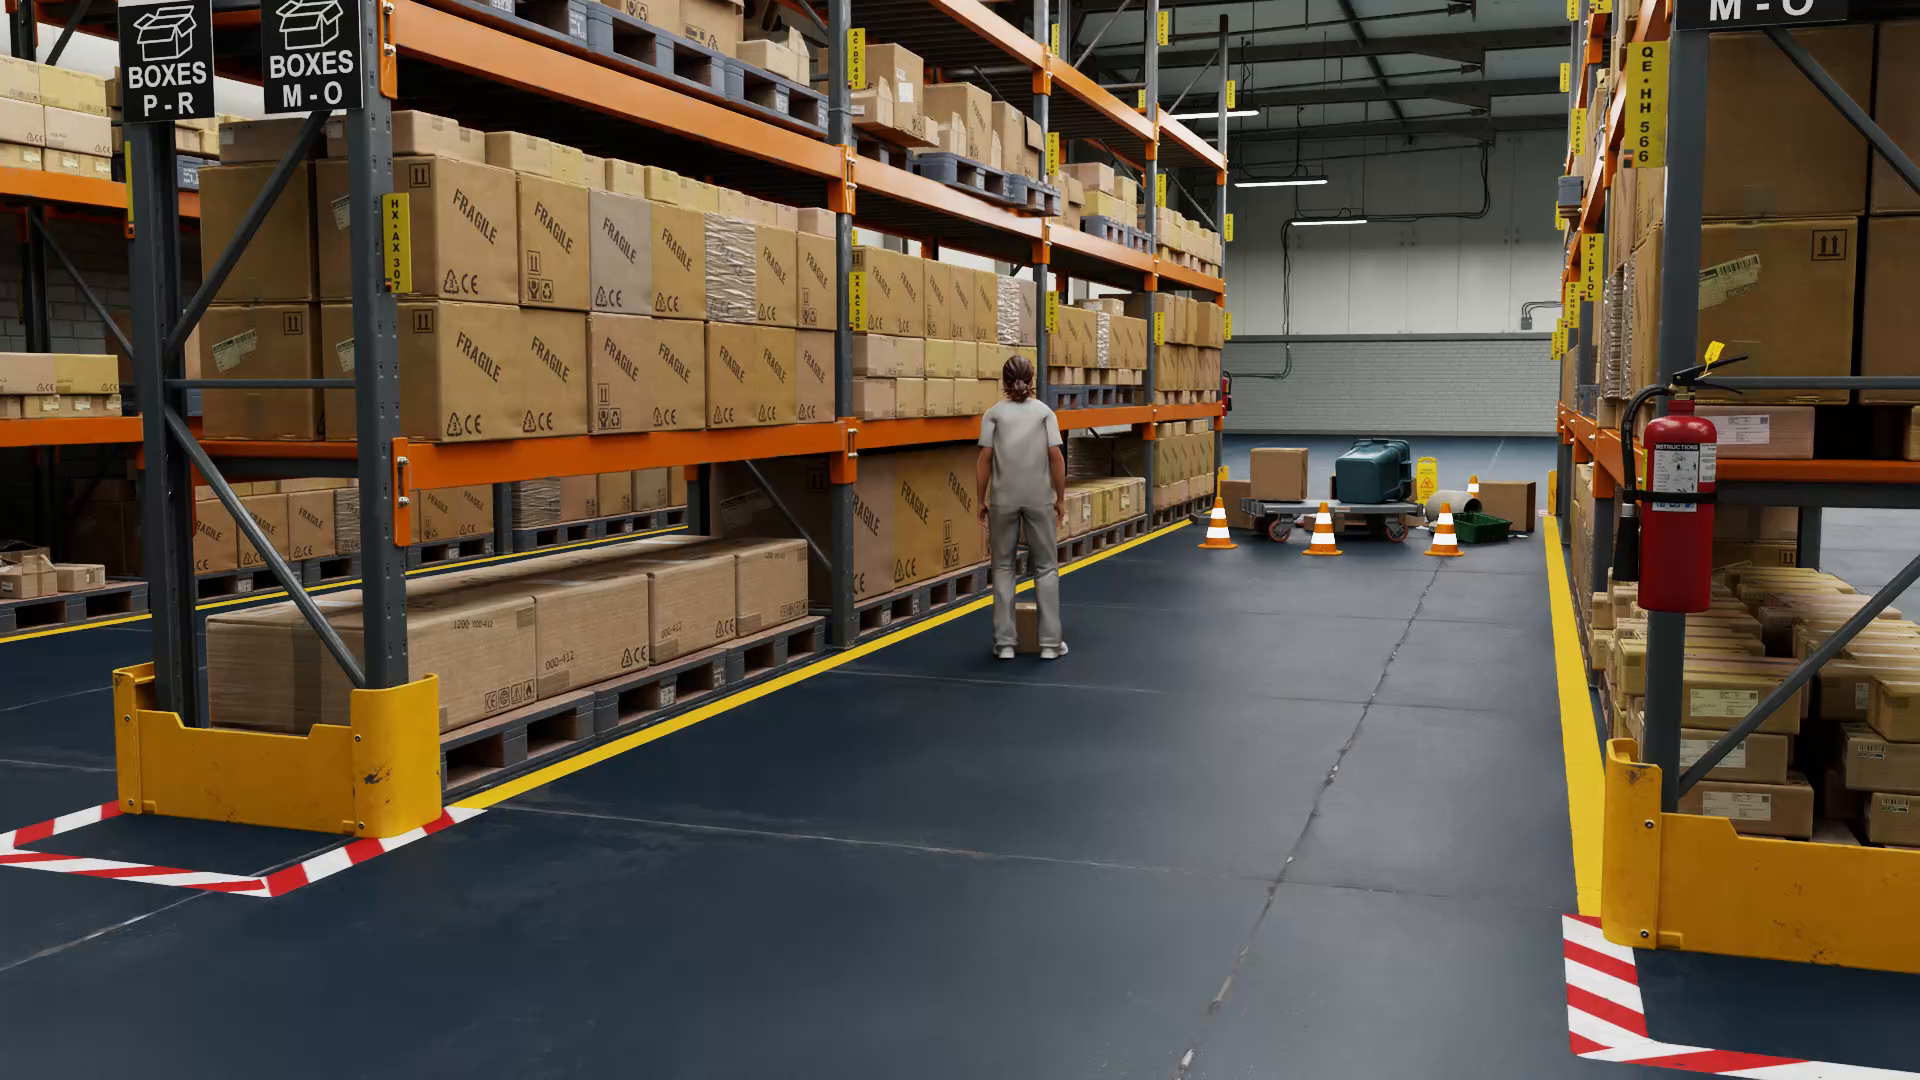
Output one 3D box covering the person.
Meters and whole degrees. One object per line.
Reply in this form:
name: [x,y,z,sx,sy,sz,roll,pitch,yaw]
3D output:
person: [0.346,-0.181,9.189,0.516,1.667,0.357,0,5,2]
